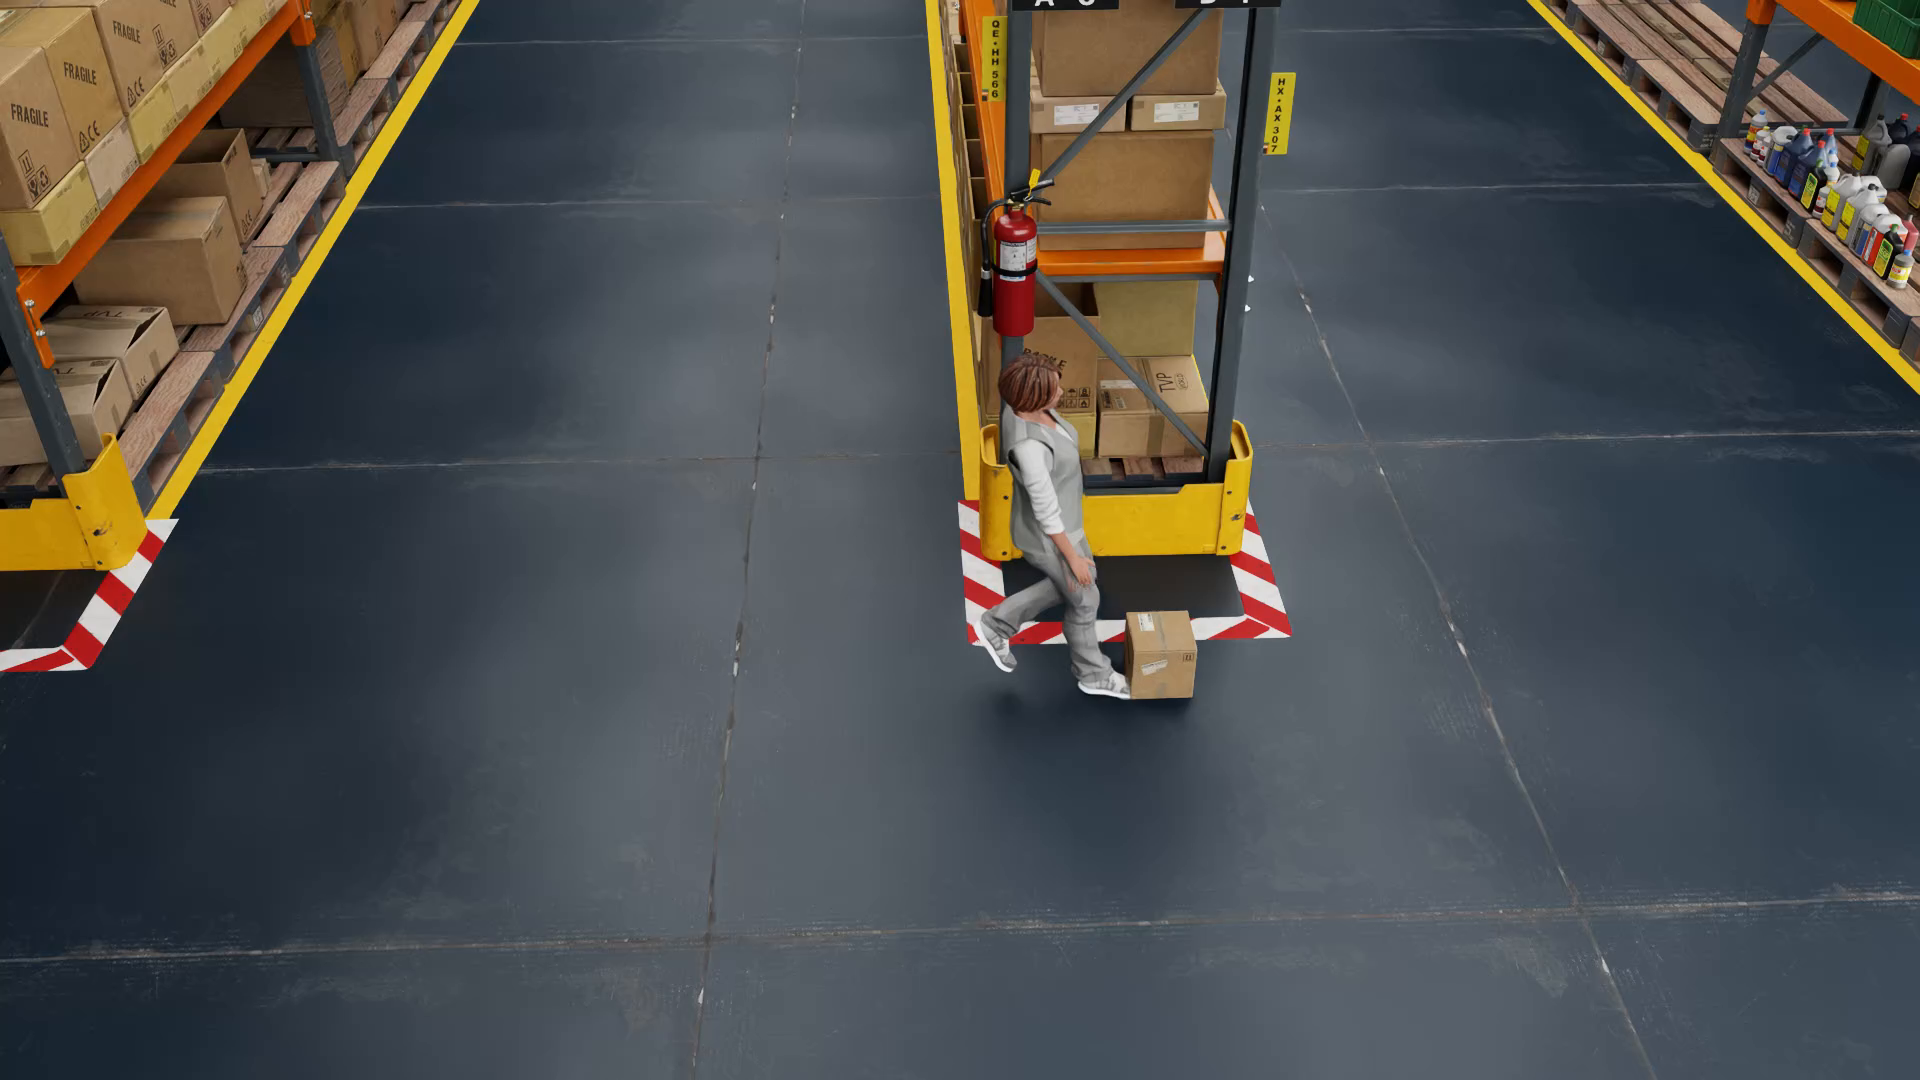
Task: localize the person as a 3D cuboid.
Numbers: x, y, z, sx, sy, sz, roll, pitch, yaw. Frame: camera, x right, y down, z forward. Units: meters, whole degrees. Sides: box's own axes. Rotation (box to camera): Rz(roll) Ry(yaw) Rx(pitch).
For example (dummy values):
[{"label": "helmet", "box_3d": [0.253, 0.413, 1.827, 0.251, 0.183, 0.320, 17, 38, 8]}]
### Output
[{"label": "person", "box_3d": [0.397, -0.041, 6.250, 0.694, 1.563, 0.453, 0, 36, 0]}]
